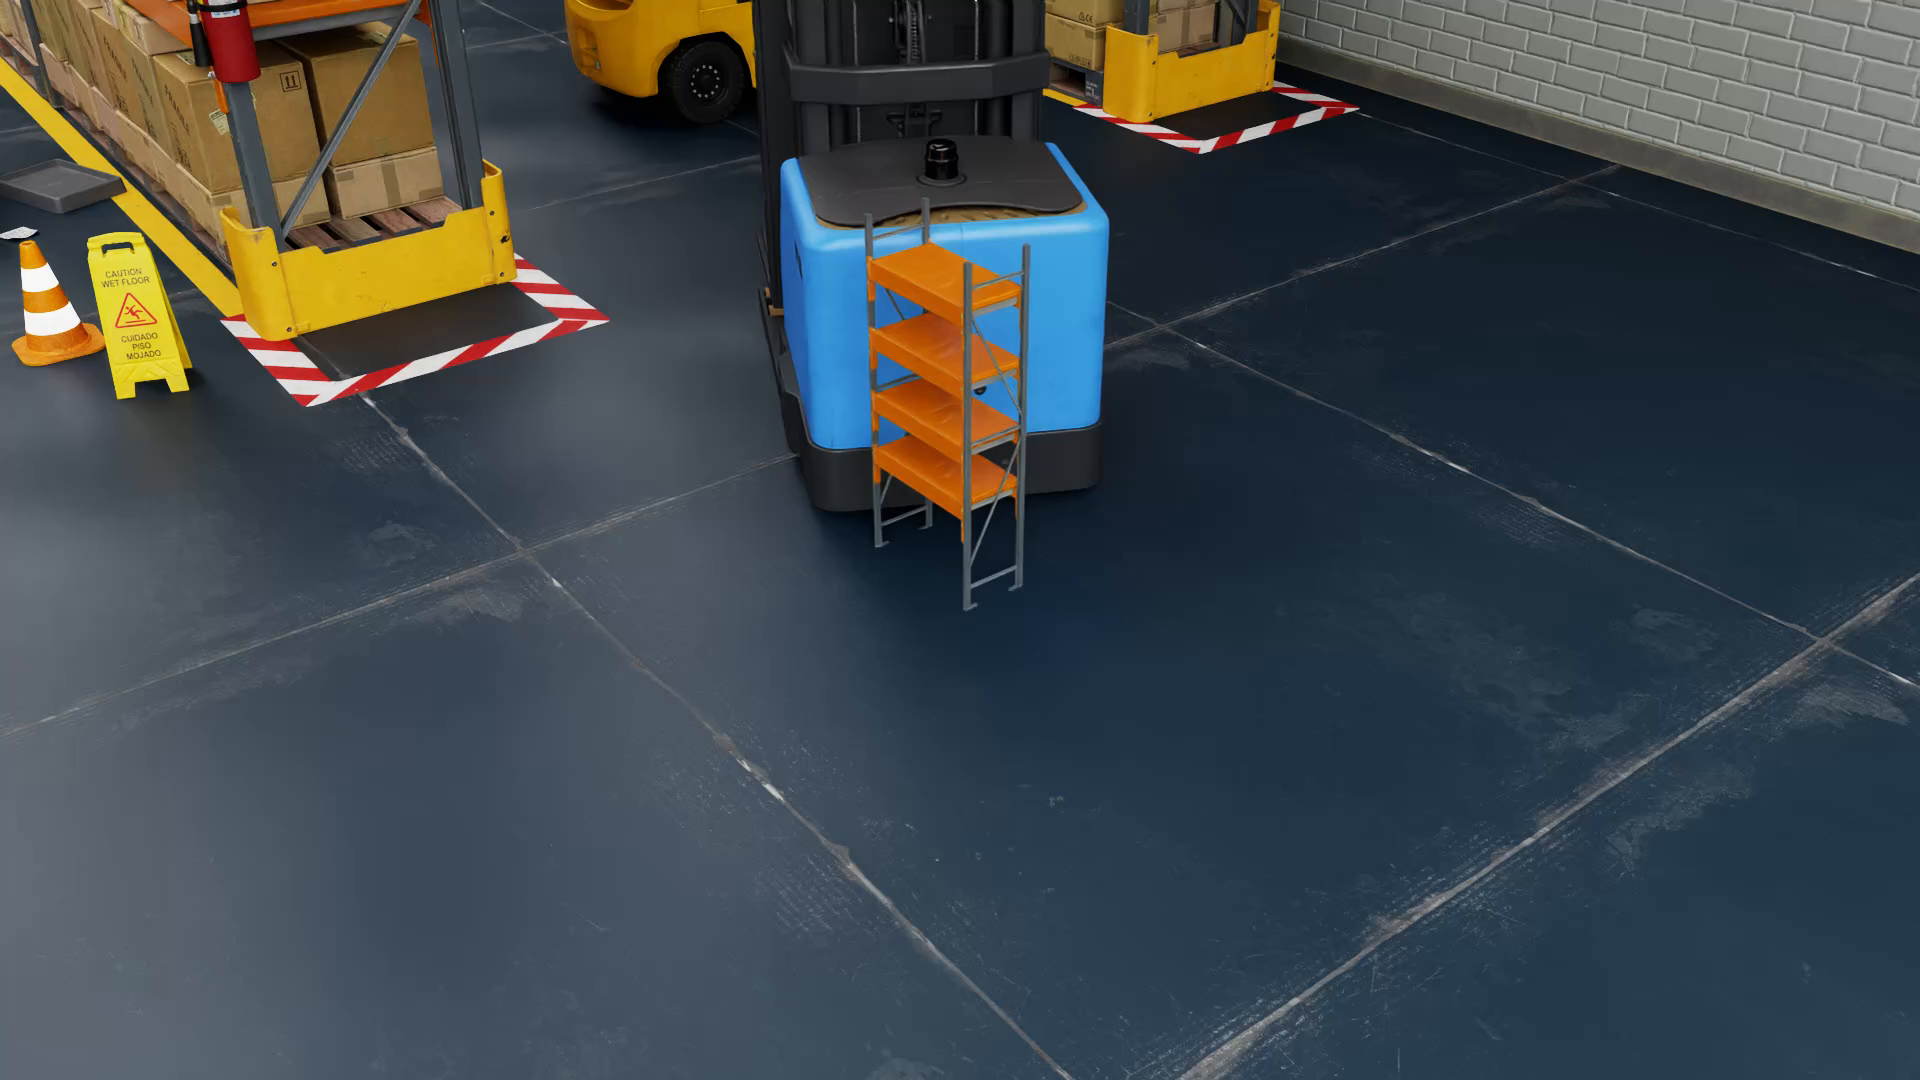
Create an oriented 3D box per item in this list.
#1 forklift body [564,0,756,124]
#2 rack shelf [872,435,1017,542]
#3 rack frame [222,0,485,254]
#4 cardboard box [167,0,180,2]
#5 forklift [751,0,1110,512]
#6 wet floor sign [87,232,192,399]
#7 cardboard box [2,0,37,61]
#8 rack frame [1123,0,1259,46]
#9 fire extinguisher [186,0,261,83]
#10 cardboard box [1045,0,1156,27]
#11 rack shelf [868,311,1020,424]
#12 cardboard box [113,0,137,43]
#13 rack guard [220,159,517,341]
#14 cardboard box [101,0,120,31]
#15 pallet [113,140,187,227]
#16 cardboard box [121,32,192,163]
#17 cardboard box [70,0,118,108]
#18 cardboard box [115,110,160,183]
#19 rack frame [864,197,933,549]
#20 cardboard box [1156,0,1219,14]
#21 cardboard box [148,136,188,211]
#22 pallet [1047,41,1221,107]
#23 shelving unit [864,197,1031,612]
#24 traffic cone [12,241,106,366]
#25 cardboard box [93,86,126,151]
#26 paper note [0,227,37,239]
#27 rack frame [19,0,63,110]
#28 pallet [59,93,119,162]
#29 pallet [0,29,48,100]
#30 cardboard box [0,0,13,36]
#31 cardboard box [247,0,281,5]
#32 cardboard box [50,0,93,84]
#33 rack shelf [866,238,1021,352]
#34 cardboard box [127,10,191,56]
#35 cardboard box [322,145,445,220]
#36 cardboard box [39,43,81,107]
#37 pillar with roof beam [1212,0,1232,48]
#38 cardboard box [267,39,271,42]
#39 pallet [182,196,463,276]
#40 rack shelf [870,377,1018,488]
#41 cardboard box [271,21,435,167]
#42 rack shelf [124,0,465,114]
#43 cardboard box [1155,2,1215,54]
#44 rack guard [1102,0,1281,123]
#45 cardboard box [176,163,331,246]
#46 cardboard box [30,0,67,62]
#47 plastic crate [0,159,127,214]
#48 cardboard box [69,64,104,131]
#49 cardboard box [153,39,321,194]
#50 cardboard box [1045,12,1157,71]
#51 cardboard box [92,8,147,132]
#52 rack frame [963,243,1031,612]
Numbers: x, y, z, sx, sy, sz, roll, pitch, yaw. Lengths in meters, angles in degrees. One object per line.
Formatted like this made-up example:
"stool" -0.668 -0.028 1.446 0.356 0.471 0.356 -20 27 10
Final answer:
"forklift body" -1.235 -3.787 9.809 2.313 2.155 1.214 -22 38 -31
"rack shelf" -0.043 -0.195 5.430 0.258 0.148 0.480 -23 38 -32
"rack frame" -2.550 -2.340 6.675 1.000 3.000 0.127 -22 38 -31
"cardboard box" -3.191 -2.390 6.993 0.380 0.149 0.250 -23 38 -32
"forklift" -0.269 -2.107 6.364 1.130 2.935 3.031 -6 32 -9
"wet floor sign" -3.278 -0.915 6.611 0.267 0.644 0.232 -10 33 -15
"cardboard box" -5.326 -3.287 10.292 0.950 0.372 0.625 -22 38 -31
"rack frame" 1.369 -3.948 9.263 1.000 3.000 0.127 -22 38 -31
"fire extinguisher" -2.844 -2.110 6.378 0.296 0.674 0.183 -22 38 -31
"cardboard box" 0.824 -3.272 9.909 0.500 0.250 0.500 -23 38 -32
"rack shelf" -0.043 -0.553 5.207 0.258 0.148 0.480 -23 38 -32
"cardboard box" -3.677 -2.431 7.704 0.380 0.149 0.250 -22 38 -31
"rack guard" -2.596 -1.310 7.385 1.175 0.500 0.348 -22 38 -31
"cardboard box" -3.837 -2.541 7.881 0.380 0.149 0.250 -21 37 -29
"pallet" -3.810 -2.045 8.843 1.003 0.211 1.213 -22 38 -31
"cardboard box" -3.570 -2.135 7.842 0.500 0.500 0.500 -21 37 -30
"cardboard box" -4.200 -2.567 8.537 0.500 0.500 0.500 -20 37 -29
"cardboard box" -3.895 -2.035 8.392 0.500 0.250 0.500 -24 39 -33
"rack frame" -0.194 -0.522 5.453 0.240 1.200 0.015 -23 38 -32
"cardboard box" 1.245 -3.433 10.169 0.500 0.250 0.500 -21 38 -31
"cardboard box" -3.569 -1.819 8.043 0.500 0.250 0.500 -22 38 -31
"pallet" 0.867 -3.068 10.490 1.003 0.211 1.213 -22 38 -31
"shelving unit" -0.043 -0.421 5.290 0.258 1.200 0.503 -23 38 -32
"traffic cone" -3.832 -1.024 6.961 0.336 0.463 0.334 -22 38 -31
"cardboard box" -4.190 -2.245 8.730 0.500 0.250 0.500 -23 38 -32
"paper note" -4.618 -1.508 8.149 0.148 0.019 0.142 18 36 27
"rack frame" -5.003 -4.007 9.359 1.000 3.000 0.127 -22 38 -31
"pallet" -4.563 -2.554 9.662 1.003 0.211 1.213 -22 38 -31
"pallet" -5.481 -3.147 10.616 1.003 0.211 1.213 -22 38 -31
"cardboard box" -5.770 -3.586 10.773 0.950 0.372 0.625 -20 37 -29
"cardboard box" -2.948 -2.320 6.880 0.380 0.149 0.250 -21 37 -30
"cardboard box" -4.516 -2.783 8.886 0.500 0.500 0.500 -21 37 -30
"rack shelf" -0.043 -0.754 5.083 0.258 0.148 0.480 -23 38 -32
"cardboard box" -3.525 -2.325 7.533 0.380 0.149 0.250 -21 38 -30
"cardboard box" -2.826 -1.776 7.975 0.500 0.250 0.500 -23 38 -32
"cardboard box" -4.854 -2.684 9.437 0.500 0.250 0.500 -24 39 -33
"pillar with roof beam" -1.747 -5.685 6.374 9.100 9.000 0.400 -22 38 -31
"cardboard box" -3.165 -2.321 8.141 0.500 0.500 0.500 -24 39 -33
"pallet" -3.067 -1.537 8.025 1.003 0.211 1.213 -22 38 -31
"rack shelf" -0.043 -0.363 5.325 0.258 0.148 0.480 -23 38 -32
"cardboard box" -2.841 -2.104 7.792 0.500 0.500 0.500 -24 39 -33
"rack shelf" -3.776 -2.868 8.207 1.077 0.370 4.000 -22 38 -31
"cardboard box" 1.222 -3.226 10.309 0.500 0.250 0.500 -22 38 -31
"rack guard" 1.384 -2.876 9.906 1.175 0.500 0.348 -22 38 -31
"cardboard box" -3.273 -1.610 7.708 0.500 0.250 0.500 -22 38 -32
"cardboard box" -4.854 -3.003 9.239 0.500 0.500 0.500 -20 37 -29
"plastic crate" -4.688 -1.847 8.648 0.583 0.080 0.402 18 36 27
"cardboard box" -4.518 -2.465 9.085 0.500 0.250 0.500 -20 37 -29
"cardboard box" -3.247 -1.918 7.493 0.500 0.500 0.500 -22 38 -31
"cardboard box" 0.831 -3.051 10.028 0.500 0.250 0.500 -22 38 -31
"cardboard box" -3.874 -2.347 8.184 0.500 0.500 0.500 -23 39 -32
"rack frame" 0.108 -0.319 5.127 0.240 1.200 0.015 -23 38 -32
